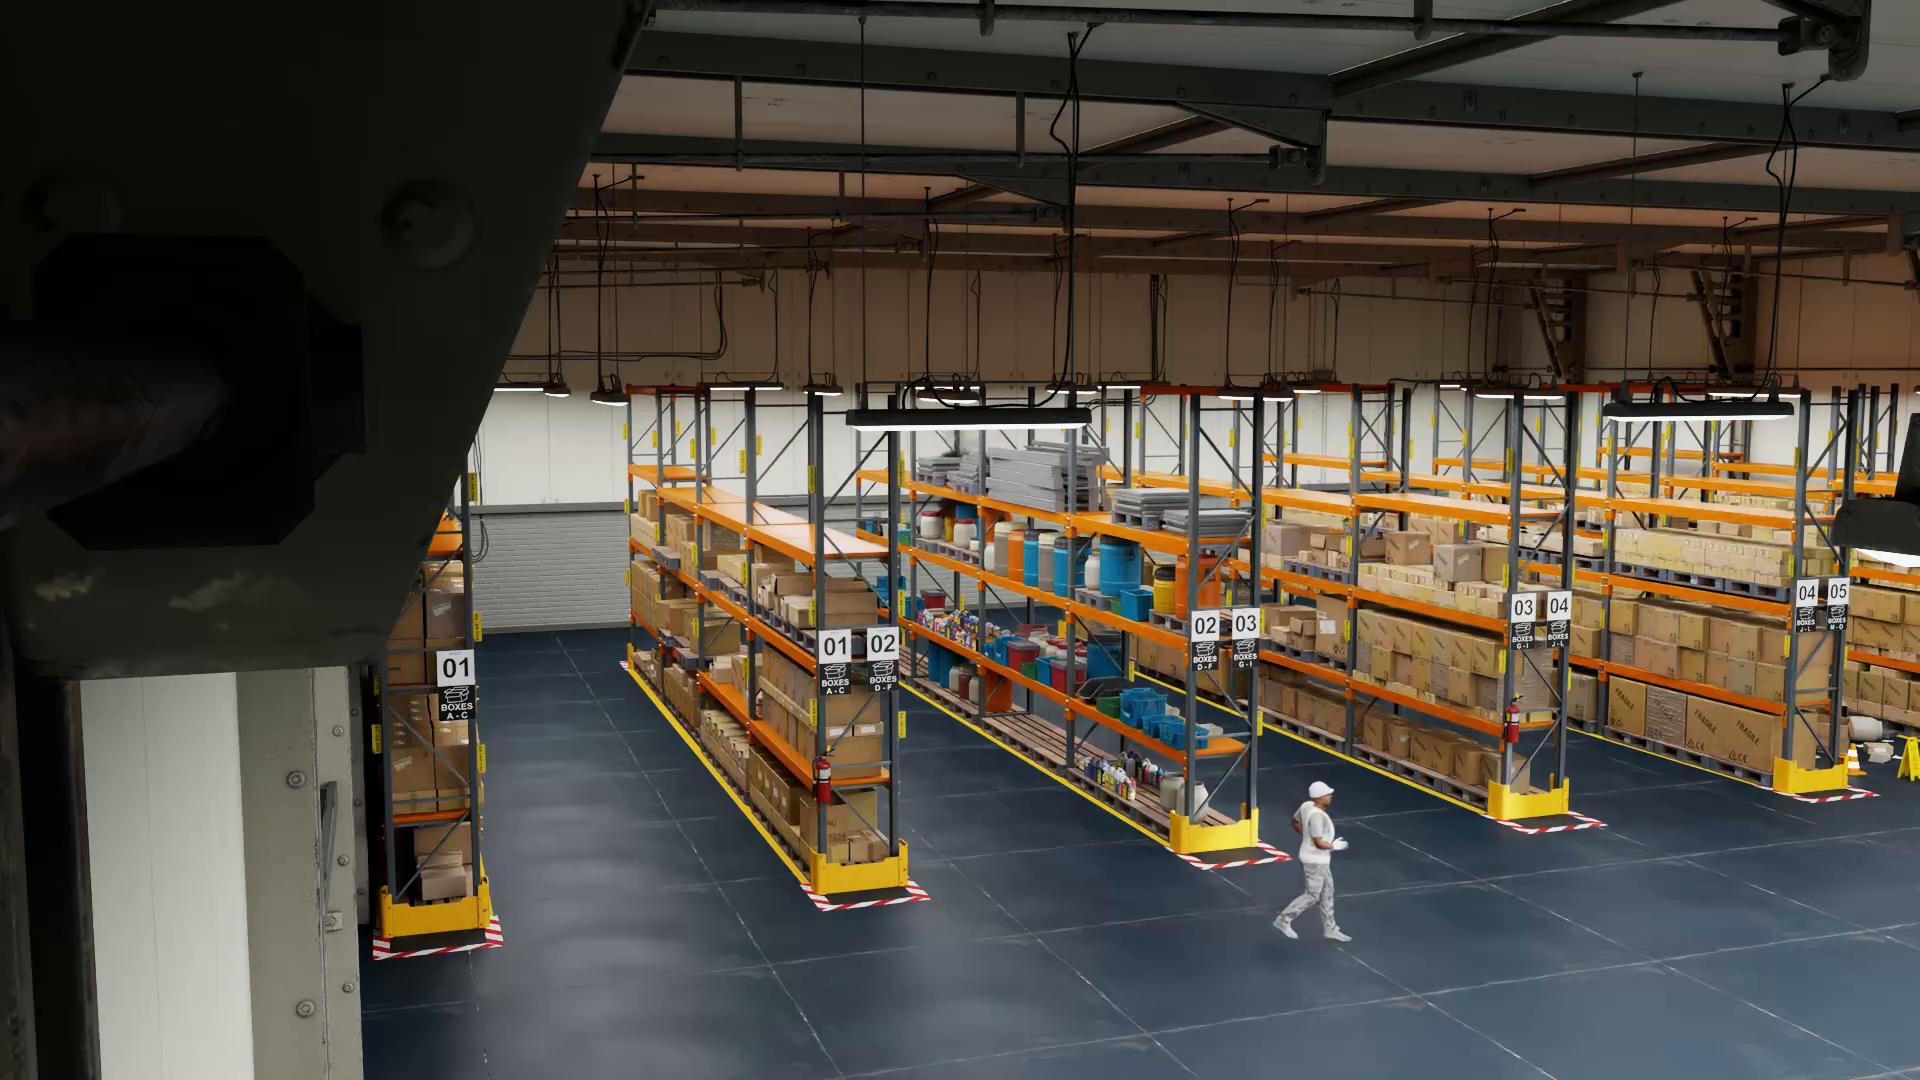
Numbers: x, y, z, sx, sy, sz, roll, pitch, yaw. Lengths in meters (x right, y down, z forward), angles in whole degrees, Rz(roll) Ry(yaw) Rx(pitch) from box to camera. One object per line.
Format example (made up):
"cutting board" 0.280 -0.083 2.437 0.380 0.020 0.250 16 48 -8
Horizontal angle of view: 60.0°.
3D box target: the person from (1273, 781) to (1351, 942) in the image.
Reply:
"person" 3.898 3.547 18.322 0.877 1.804 0.709 1 6 5

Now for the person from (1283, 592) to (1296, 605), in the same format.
"person" 8.166 1.213 41.285 0.554 1.708 0.701 4 7 31
